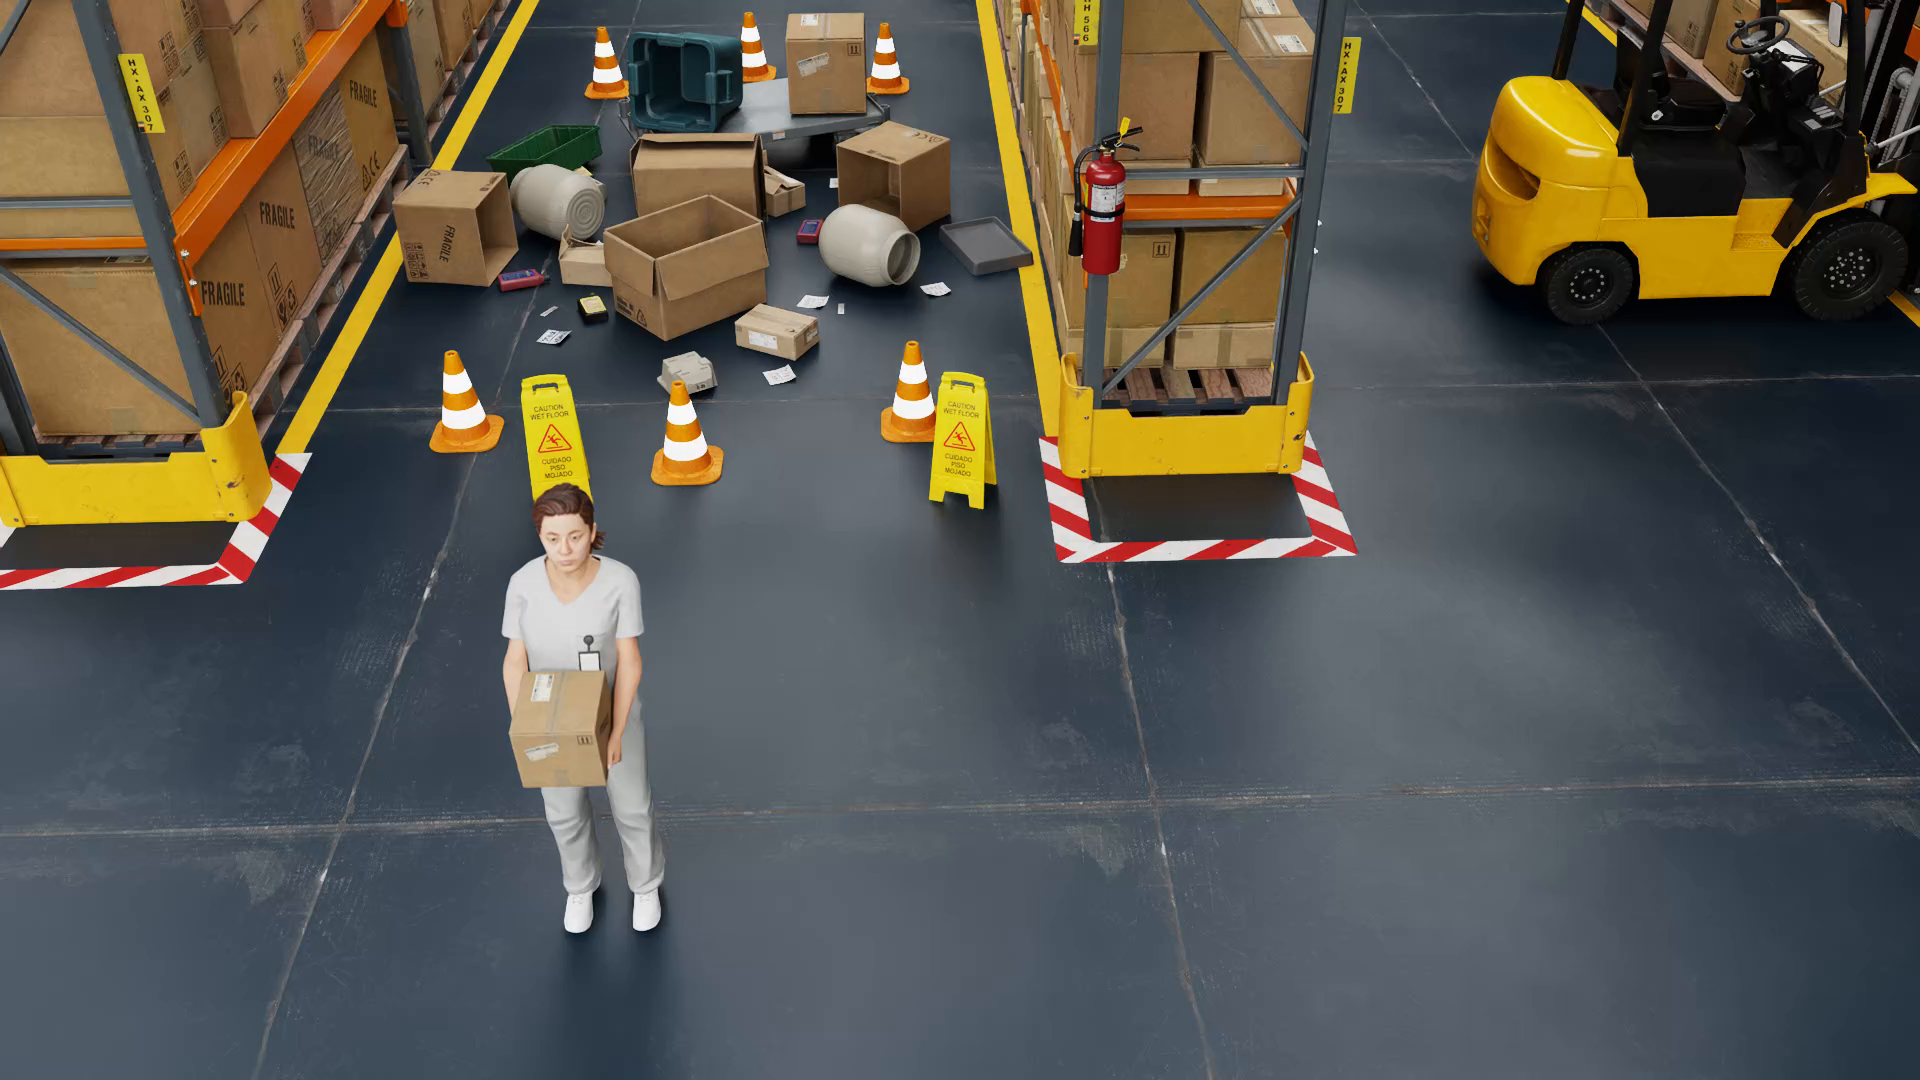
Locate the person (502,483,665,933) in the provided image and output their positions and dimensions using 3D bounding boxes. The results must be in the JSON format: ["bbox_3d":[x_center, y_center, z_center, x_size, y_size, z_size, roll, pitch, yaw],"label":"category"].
[{"bbox_3d":[-1.196,0.608,5.301,0.437,1.662,0.562,-1,35,-1],"label":"person"}]
